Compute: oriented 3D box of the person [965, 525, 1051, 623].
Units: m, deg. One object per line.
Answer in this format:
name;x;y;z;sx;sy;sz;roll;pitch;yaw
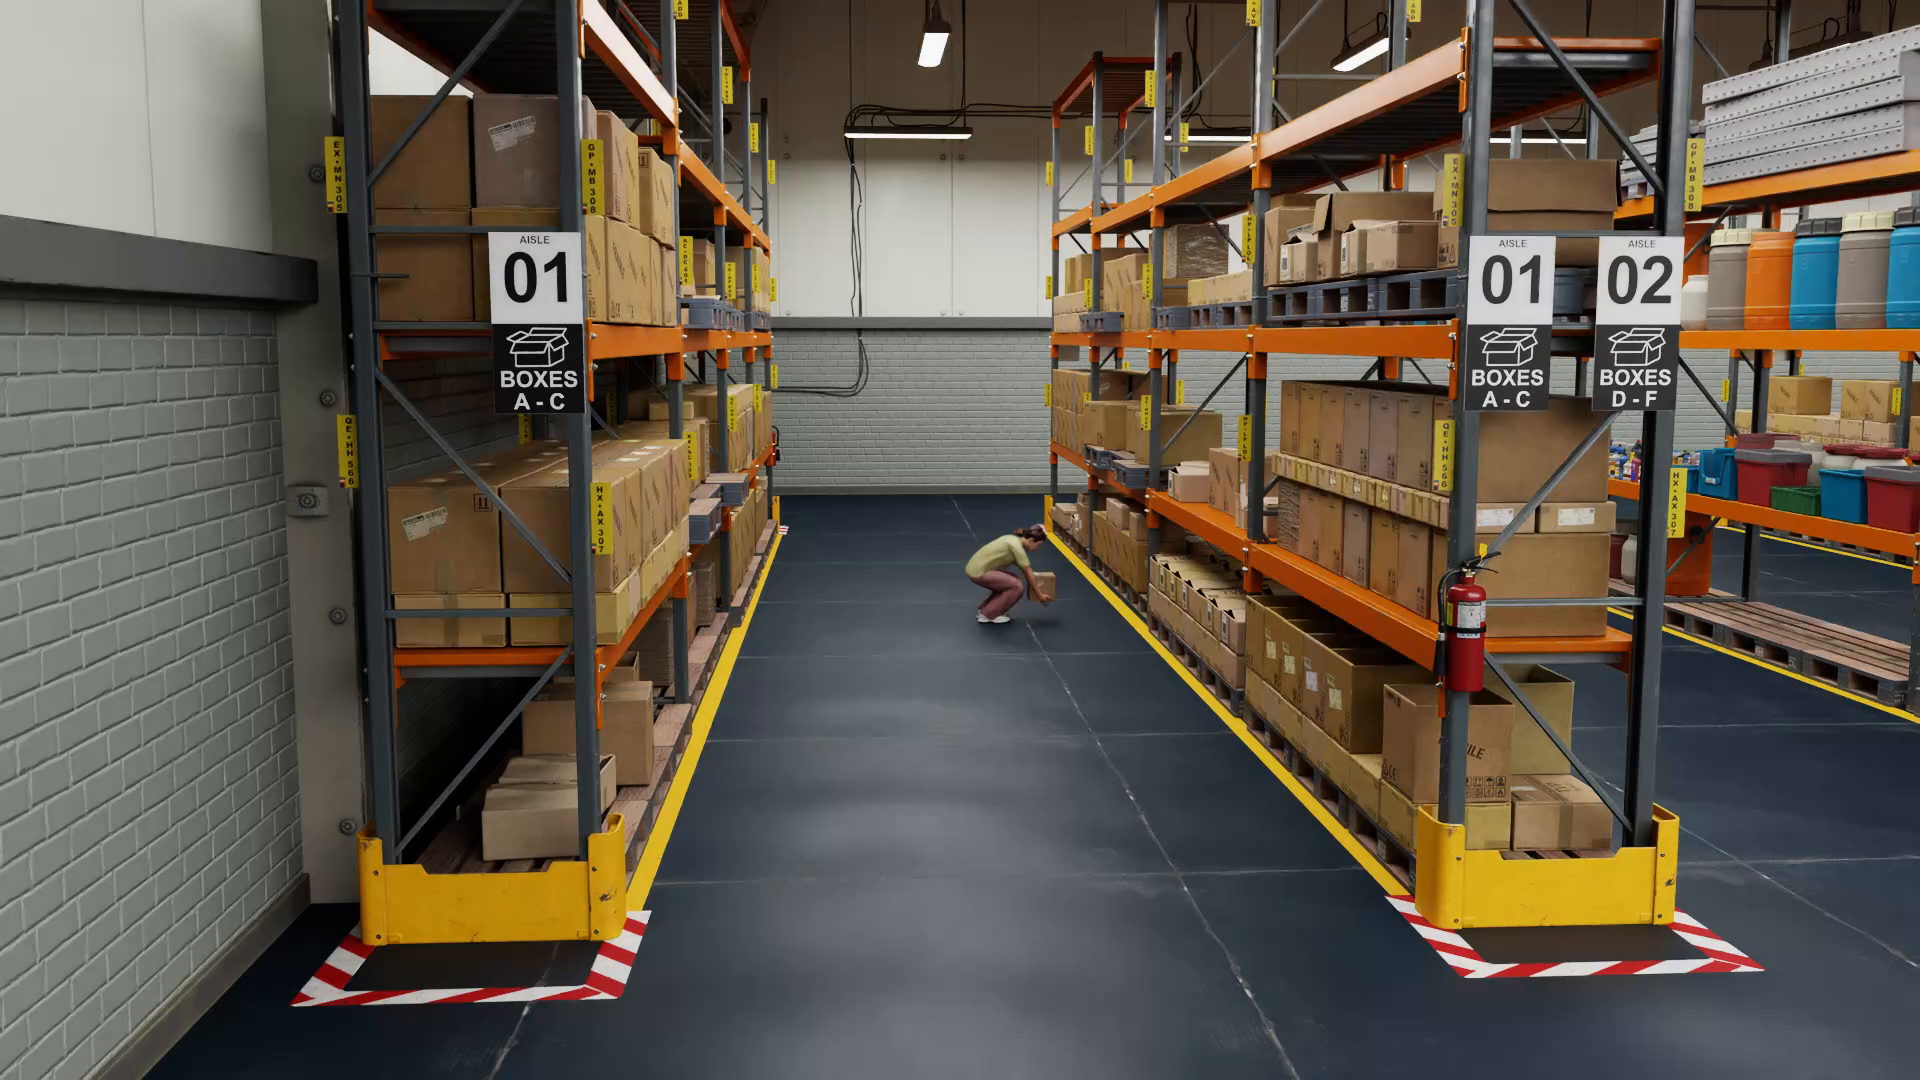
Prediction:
person;0.466;0.326;16.186;0.833;0.930;0.462;-1;7;-5
